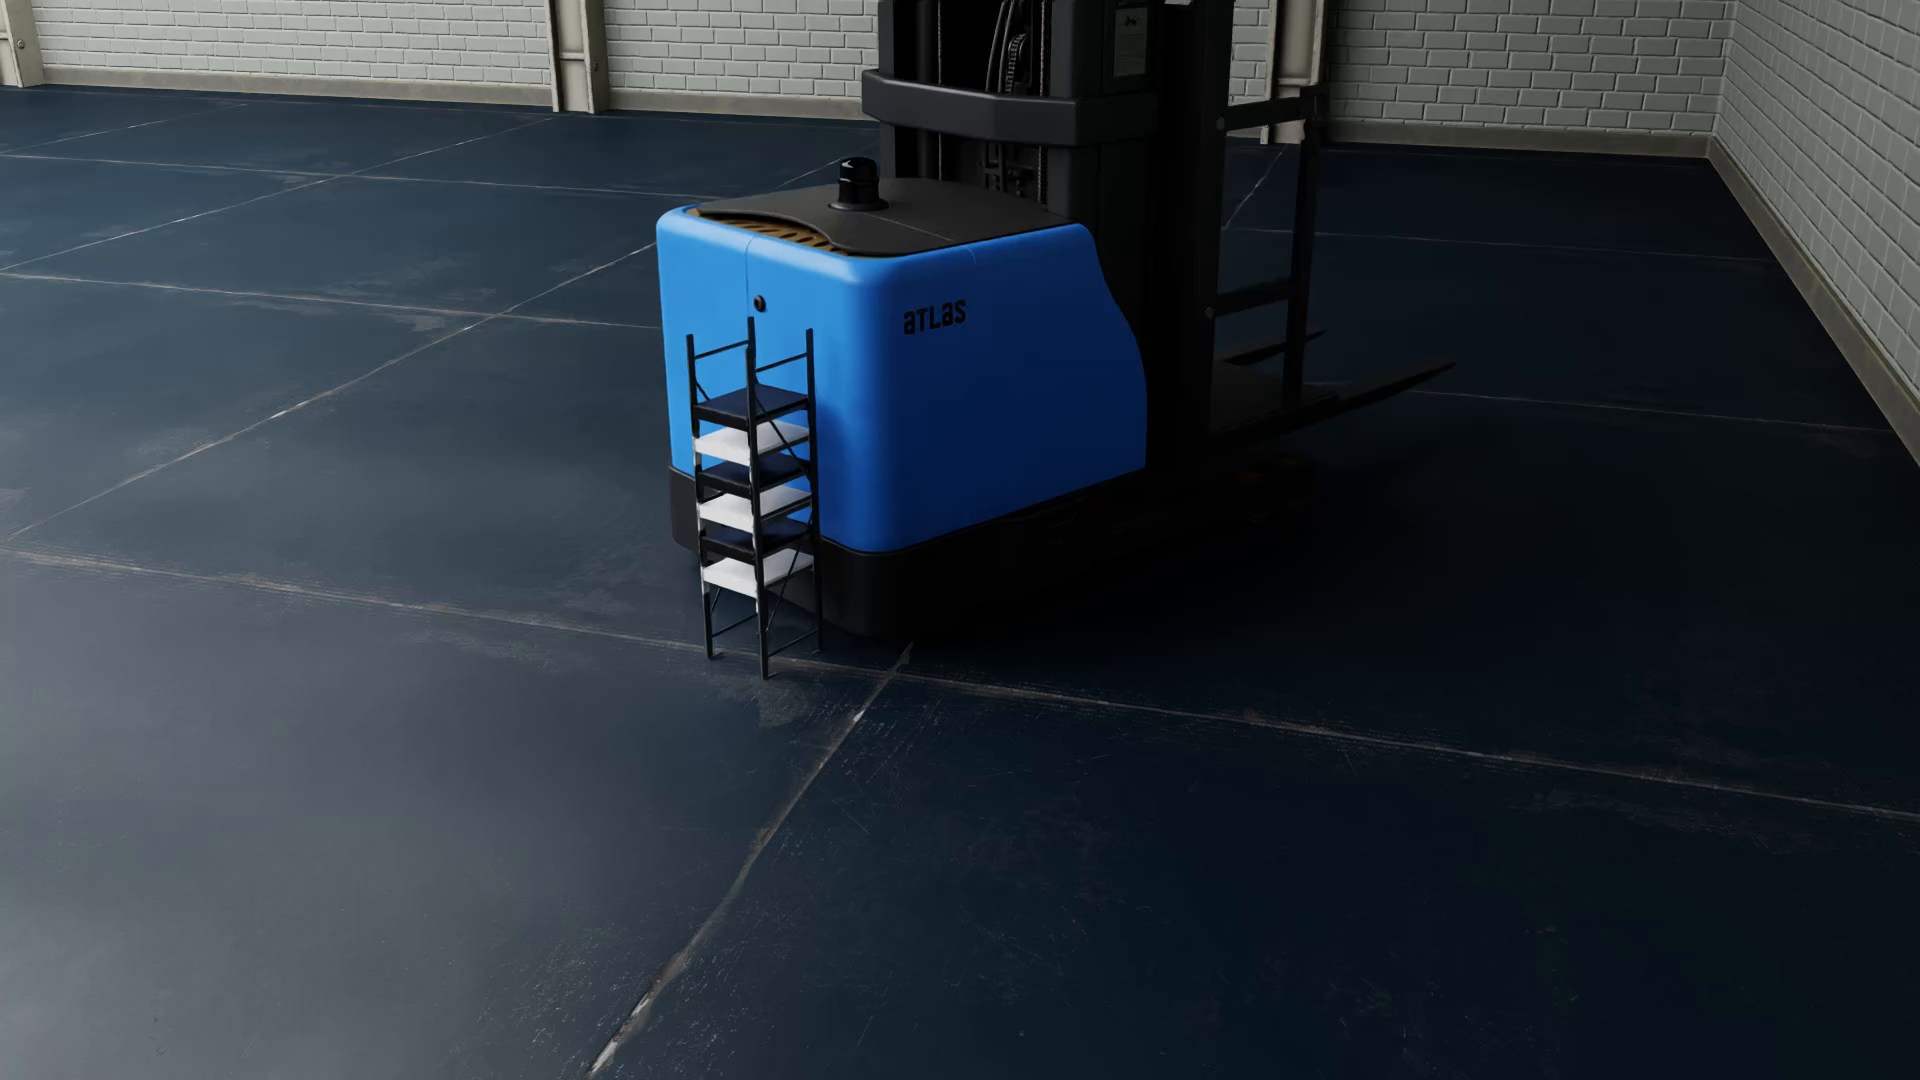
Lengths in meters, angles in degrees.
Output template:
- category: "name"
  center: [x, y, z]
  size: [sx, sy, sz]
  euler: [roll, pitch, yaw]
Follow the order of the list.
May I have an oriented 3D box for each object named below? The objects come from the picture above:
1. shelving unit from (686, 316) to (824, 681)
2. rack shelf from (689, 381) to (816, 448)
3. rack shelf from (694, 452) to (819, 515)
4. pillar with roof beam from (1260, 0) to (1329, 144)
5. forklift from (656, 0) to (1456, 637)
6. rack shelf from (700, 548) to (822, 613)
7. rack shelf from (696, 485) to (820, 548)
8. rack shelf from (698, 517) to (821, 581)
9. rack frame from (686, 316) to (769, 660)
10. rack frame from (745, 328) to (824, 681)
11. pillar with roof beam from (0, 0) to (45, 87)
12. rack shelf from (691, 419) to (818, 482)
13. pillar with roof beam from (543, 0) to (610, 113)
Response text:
- category: "shelving unit"
  center: [-0.527, -0.105, 4.341]
  size: [0.210, 0.900, 0.258]
  euler: [16, 27, 34]
- category: "rack shelf"
  center: [-0.527, -0.324, 4.251]
  size: [0.200, 0.077, 0.258]
  euler: [16, 27, 34]
- category: "rack shelf"
  center: [-0.527, -0.158, 4.319]
  size: [0.200, 0.077, 0.258]
  euler: [16, 27, 34]
- category: "pillar with roof beam"
  center: [1.262, -5.631, 7.139]
  size: [0.400, 9.000, 9.100]
  euler: [7, 23, 16]
- category: "forklift"
  center: [0.550, -1.544, 5.171]
  size: [3.031, 2.935, 1.130]
  euler: [-19, 29, -38]
- category: "rack shelf"
  center: [-0.527, 0.092, 4.422]
  size: [0.200, 0.077, 0.258]
  euler: [16, 27, 34]
- category: "rack shelf"
  center: [-0.527, -0.074, 4.353]
  size: [0.200, 0.077, 0.258]
  euler: [16, 27, 34]
- category: "rack shelf"
  center: [-0.527, 0.009, 4.388]
  size: [0.200, 0.077, 0.258]
  euler: [16, 27, 34]
- category: "rack frame"
  center: [-0.609, -0.128, 4.397]
  size: [0.006, 0.900, 0.240]
  euler: [16, 27, 34]
- category: "rack frame"
  center: [-0.446, -0.082, 4.284]
  size: [0.006, 0.900, 0.240]
  euler: [16, 27, 34]
- category: "pillar with roof beam"
  center: [-10.226, -6.946, 10.346]
  size: [0.400, 9.000, 9.100]
  euler: [7, 23, 16]
- category: "rack shelf"
  center: [-0.527, -0.241, 4.285]
  size: [0.200, 0.077, 0.258]
  euler: [16, 27, 34]
- category: "pillar with roof beam"
  center: [-4.482, -6.288, 8.743]
  size: [0.400, 9.000, 9.100]
  euler: [7, 23, 16]
